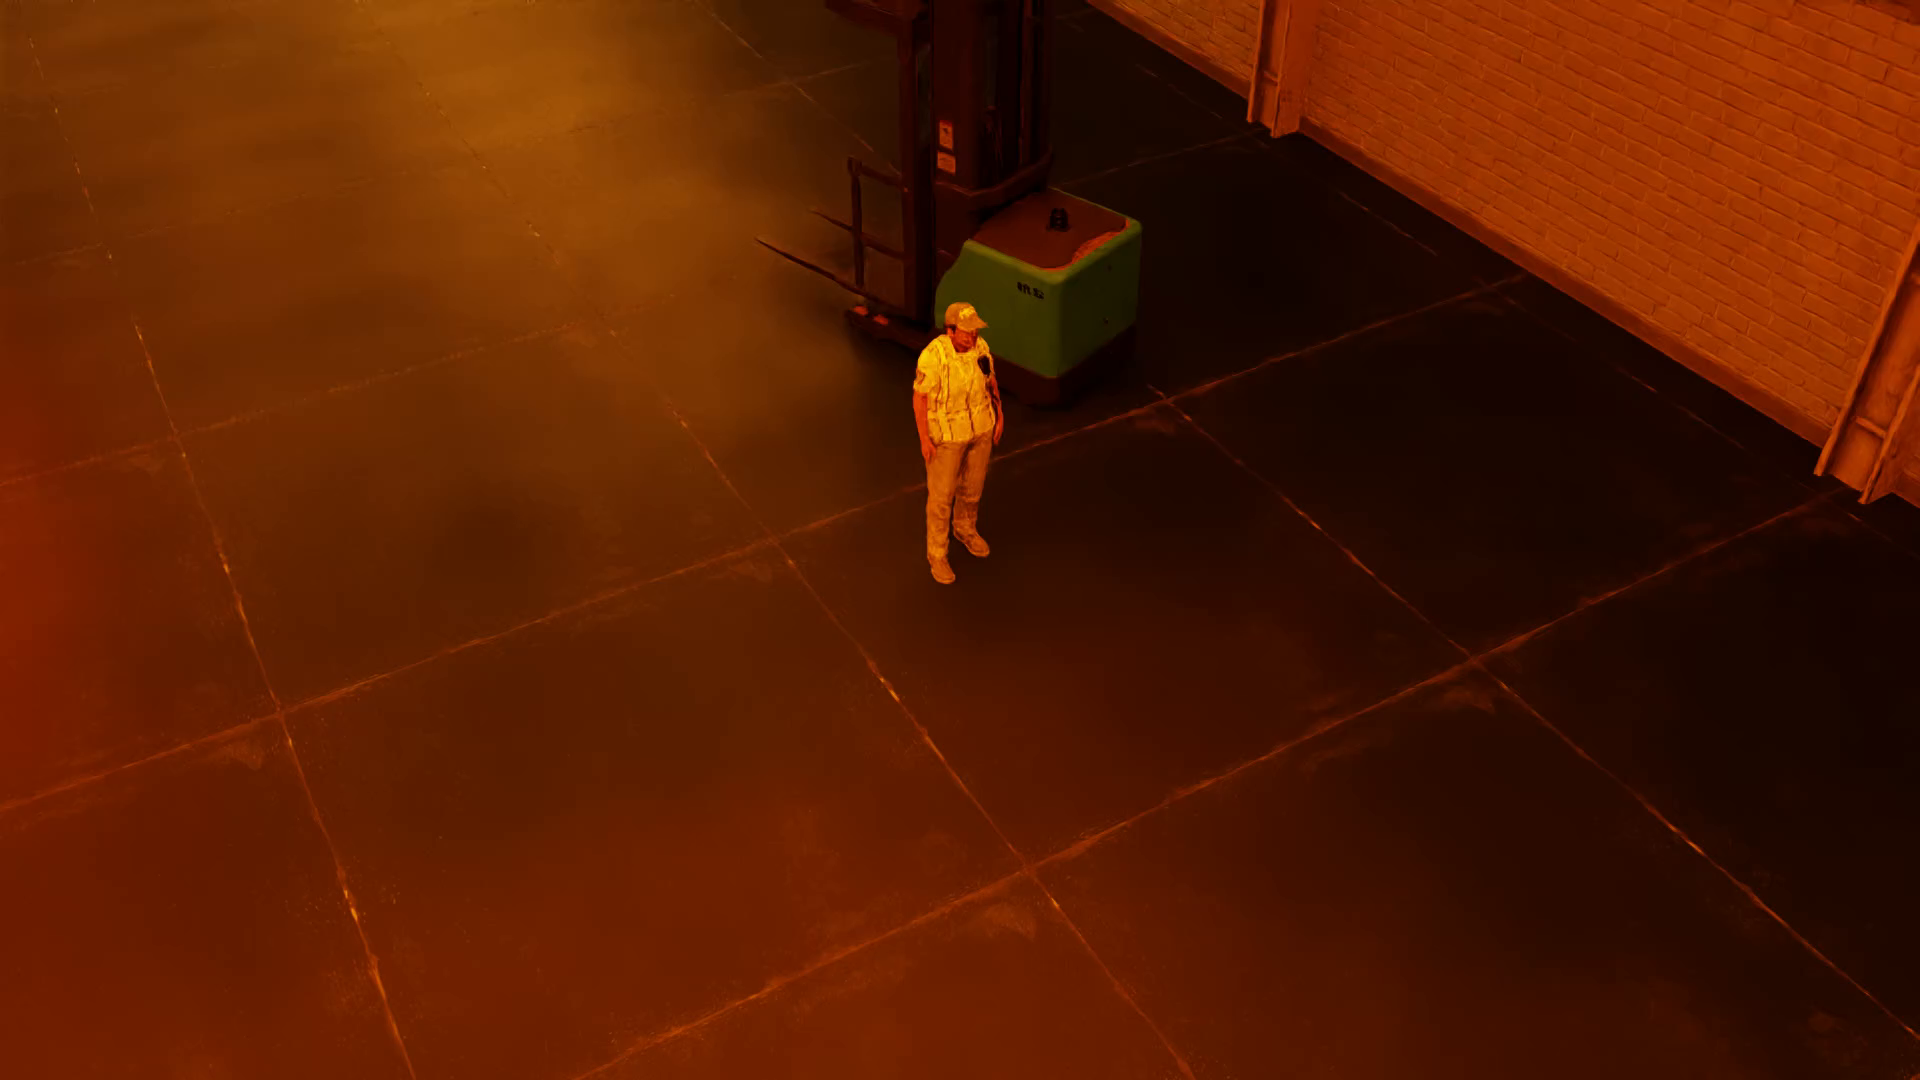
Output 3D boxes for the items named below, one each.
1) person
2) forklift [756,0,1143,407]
[{"bbox_3d":[0.019,-0.598,9.735,0.598,1.669,0.529,-20,44,-23],"label":"person"},{"bbox_3d":[-0.199,-2.827,11.444,3.031,2.935,1.130,28,47,30],"label":"forklift"}]
